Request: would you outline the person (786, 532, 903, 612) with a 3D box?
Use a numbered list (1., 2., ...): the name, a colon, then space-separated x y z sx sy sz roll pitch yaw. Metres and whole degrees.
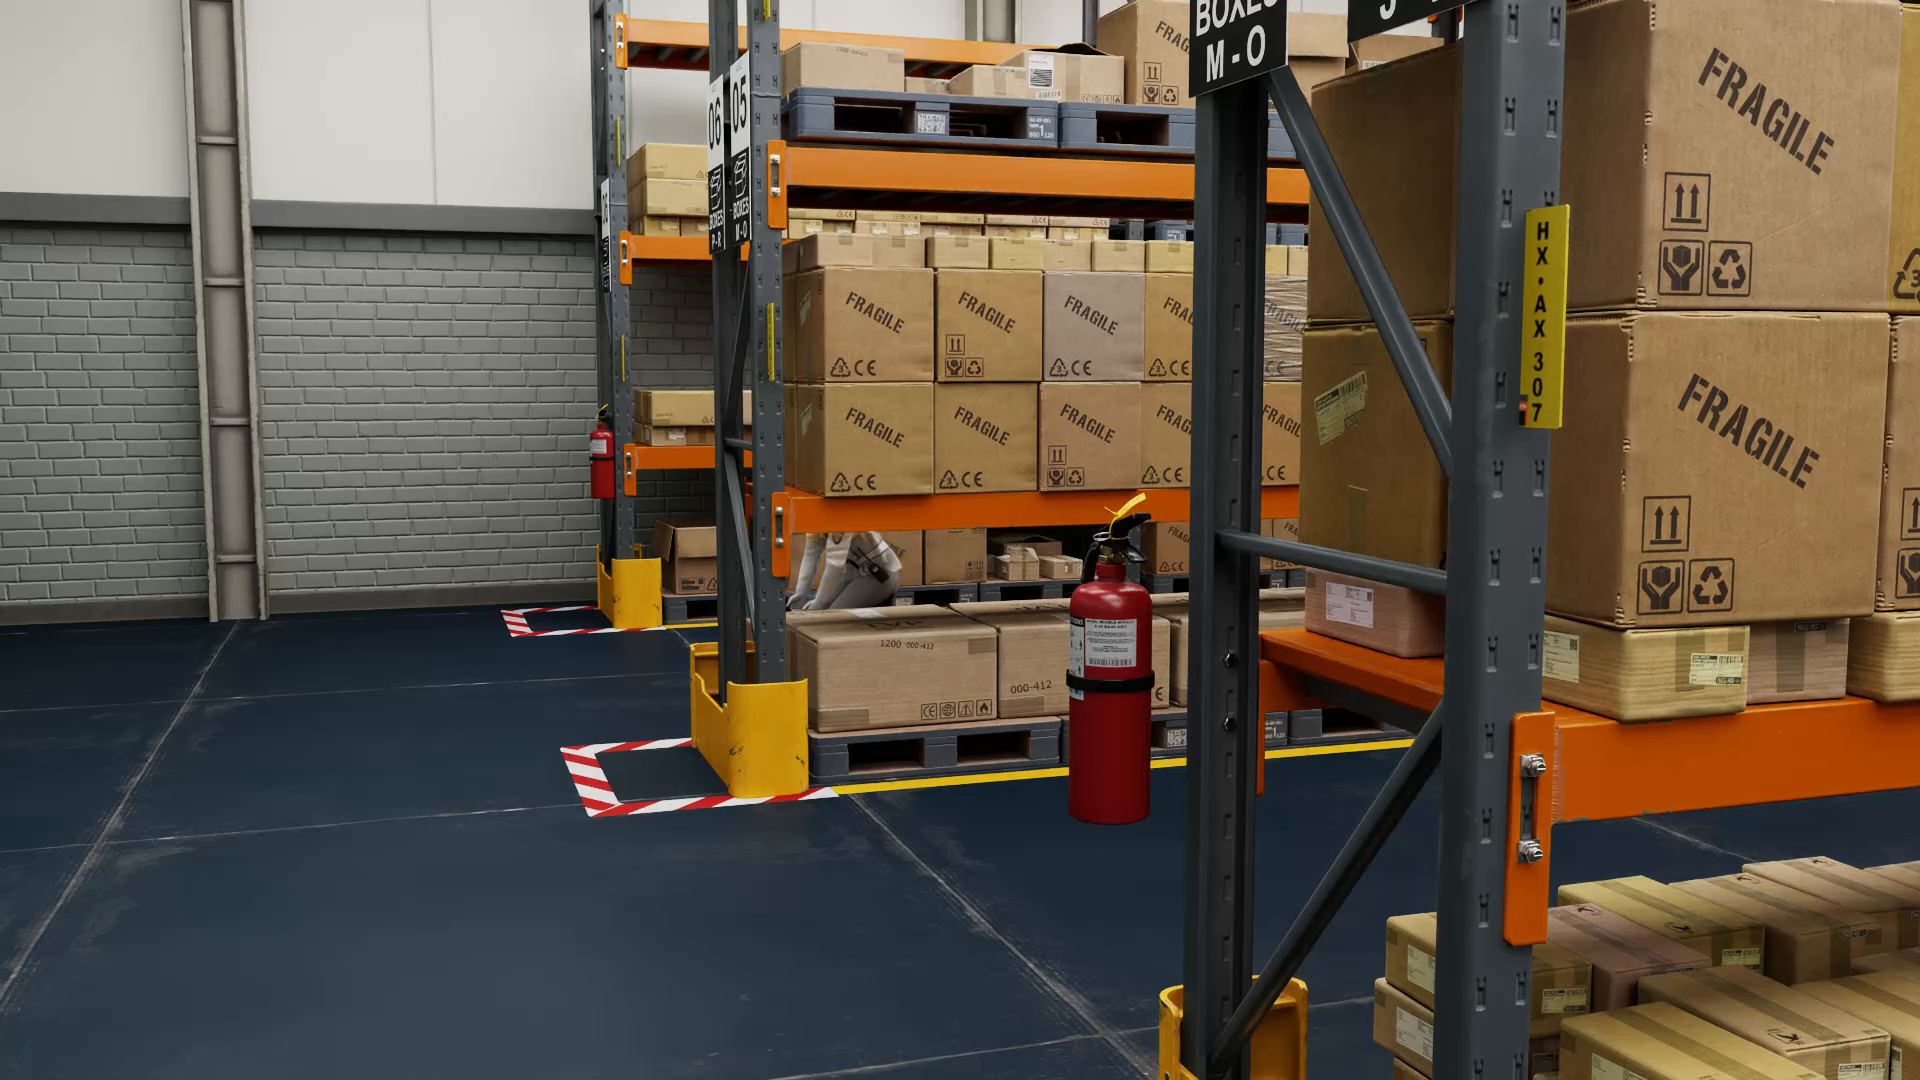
1. person: -0.712 0.318 9.449 0.795 1.163 0.520 -2 6 -21
